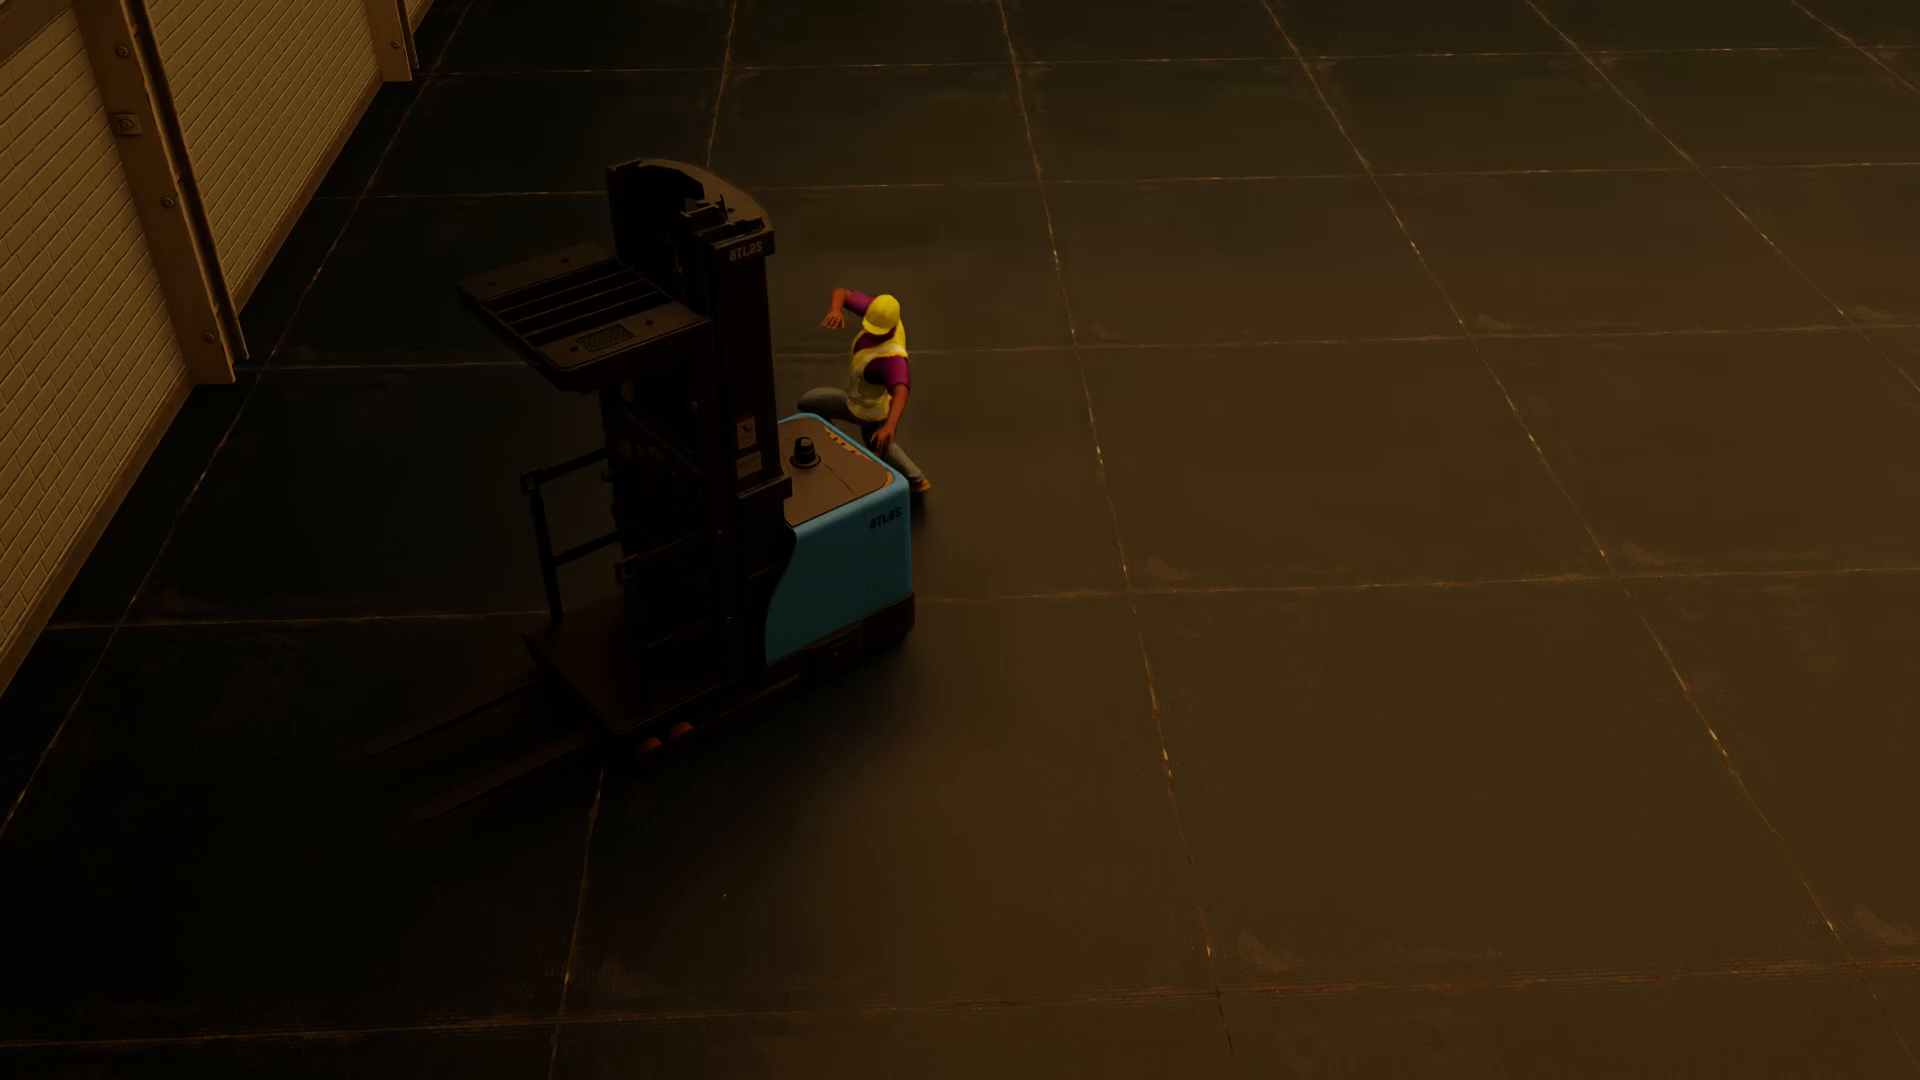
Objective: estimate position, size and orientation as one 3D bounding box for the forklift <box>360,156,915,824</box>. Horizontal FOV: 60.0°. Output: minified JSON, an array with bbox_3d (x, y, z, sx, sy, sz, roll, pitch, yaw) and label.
[{"bbox_3d":[-1.726,-0.320,8.450,3.031,2.935,1.130,-26,43,-31],"label":"forklift"}]

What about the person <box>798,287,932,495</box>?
[{"bbox_3d":[-0.694,-0.815,10.374,0.965,1.471,1.002,12,38,16],"label":"person"}]
